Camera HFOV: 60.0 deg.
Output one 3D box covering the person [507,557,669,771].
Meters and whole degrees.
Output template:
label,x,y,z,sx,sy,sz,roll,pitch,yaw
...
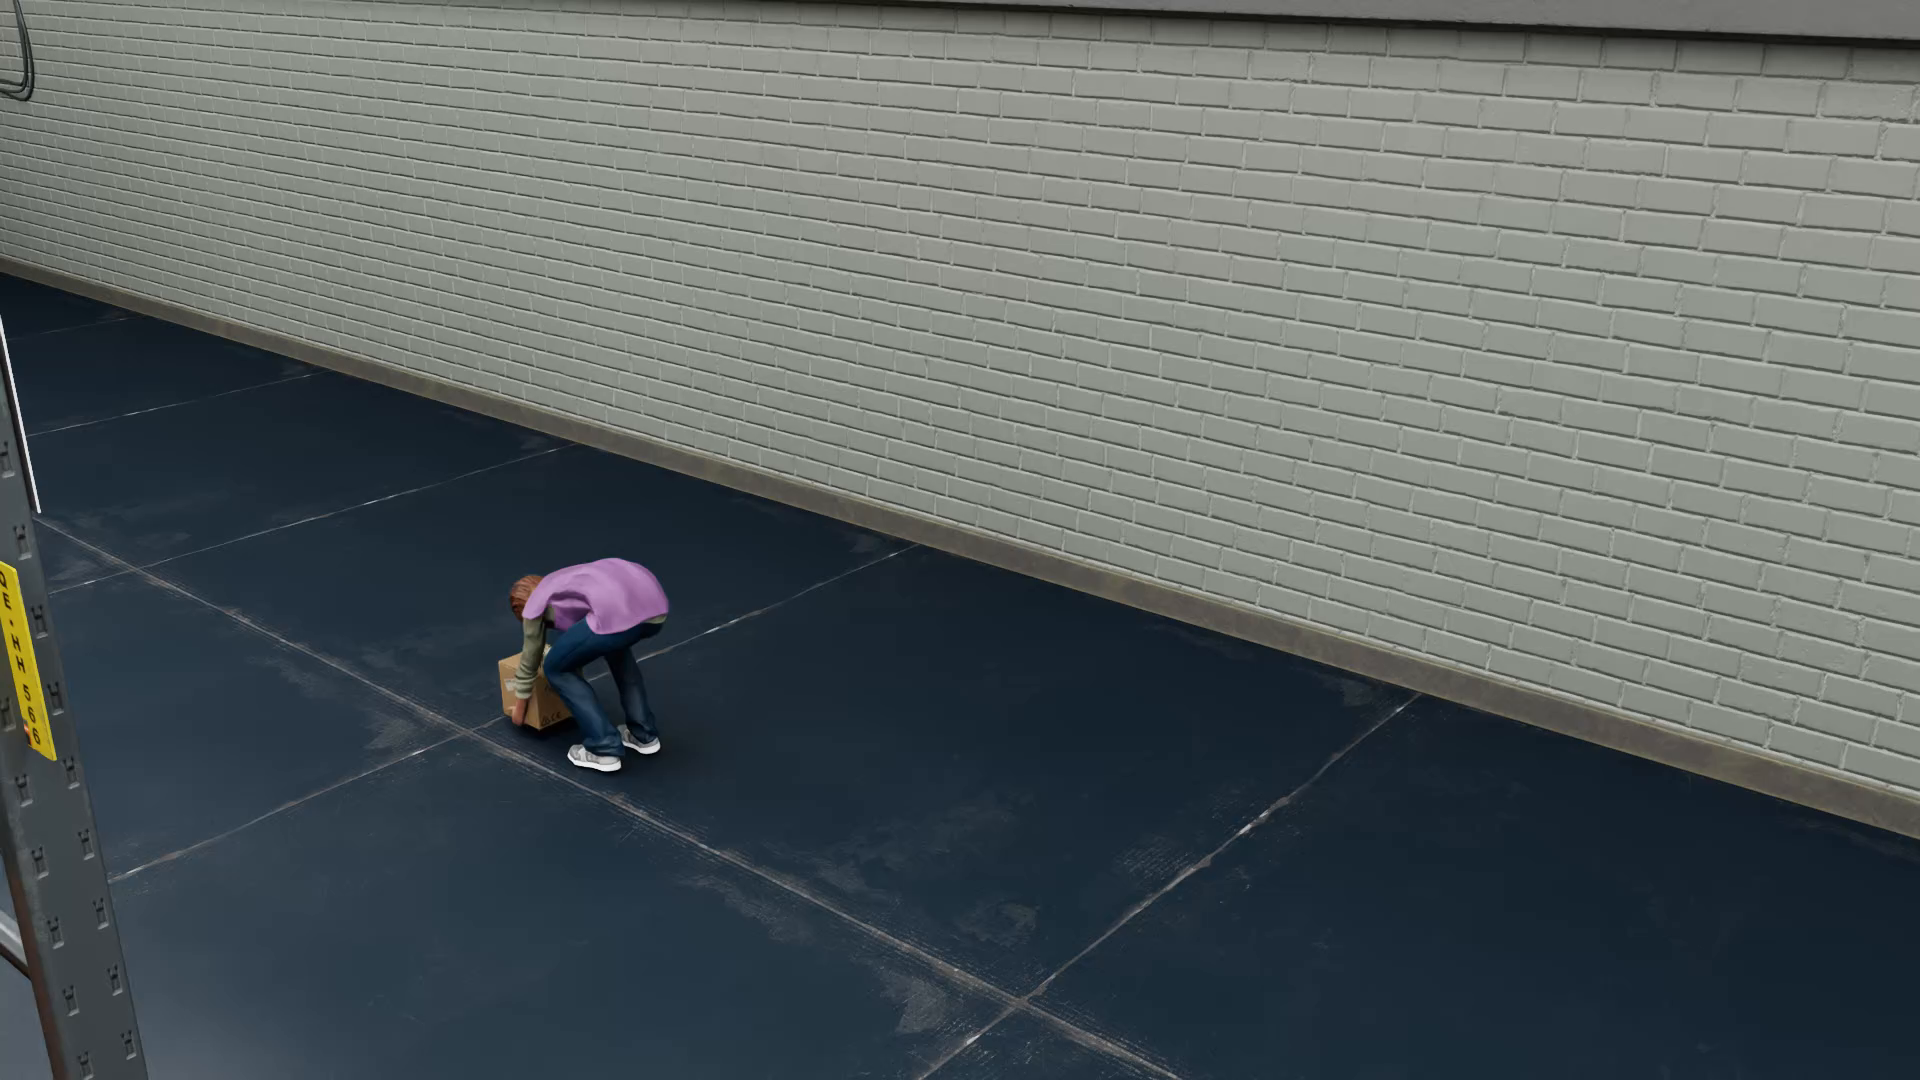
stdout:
label,x,y,z,sx,sy,sz,roll,pitch,yaw
person,-1.556,0.465,6.881,0.853,0.873,0.425,15,25,34
